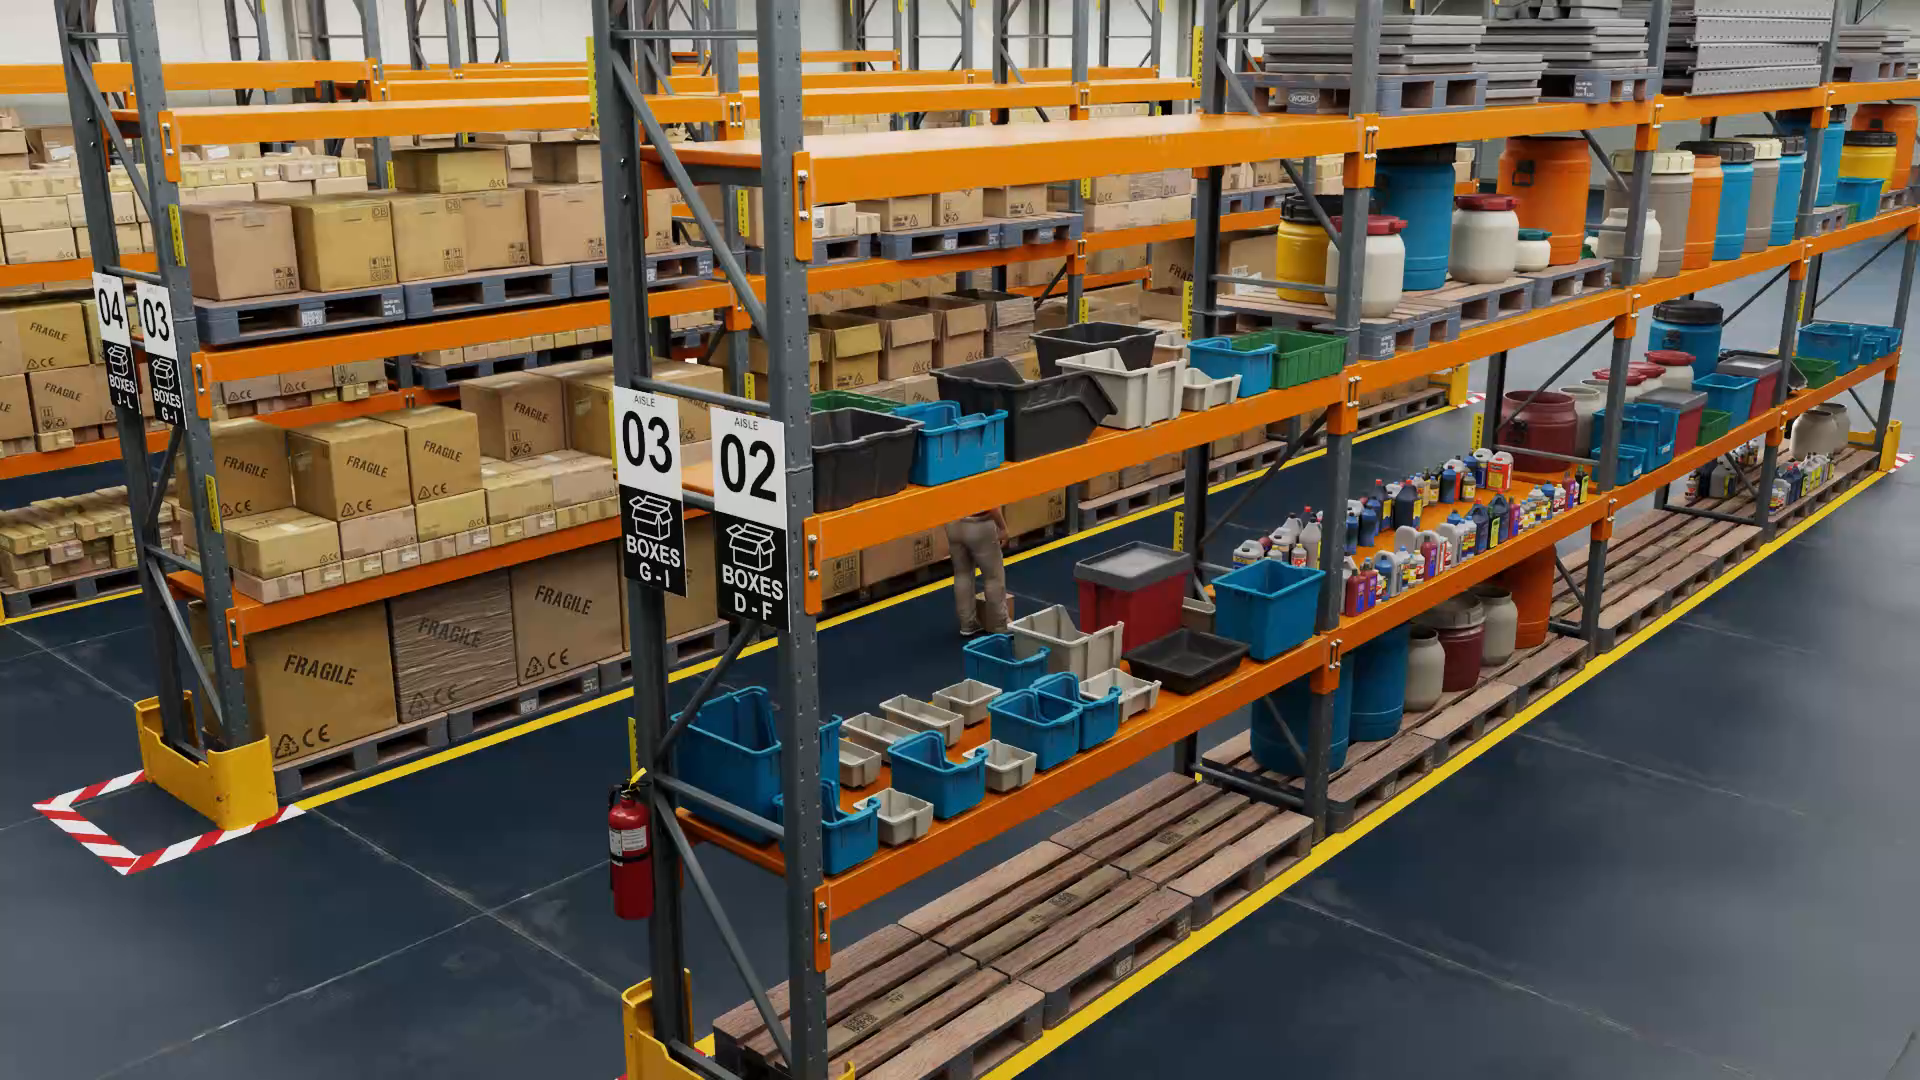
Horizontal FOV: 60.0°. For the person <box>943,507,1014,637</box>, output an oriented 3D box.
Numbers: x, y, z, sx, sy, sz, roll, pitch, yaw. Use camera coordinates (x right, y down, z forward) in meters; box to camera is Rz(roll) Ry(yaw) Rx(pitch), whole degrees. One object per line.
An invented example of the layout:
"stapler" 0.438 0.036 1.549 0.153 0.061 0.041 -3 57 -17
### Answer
"person" 0.150 -0.099 12.865 0.642 1.729 0.550 14 21 38
